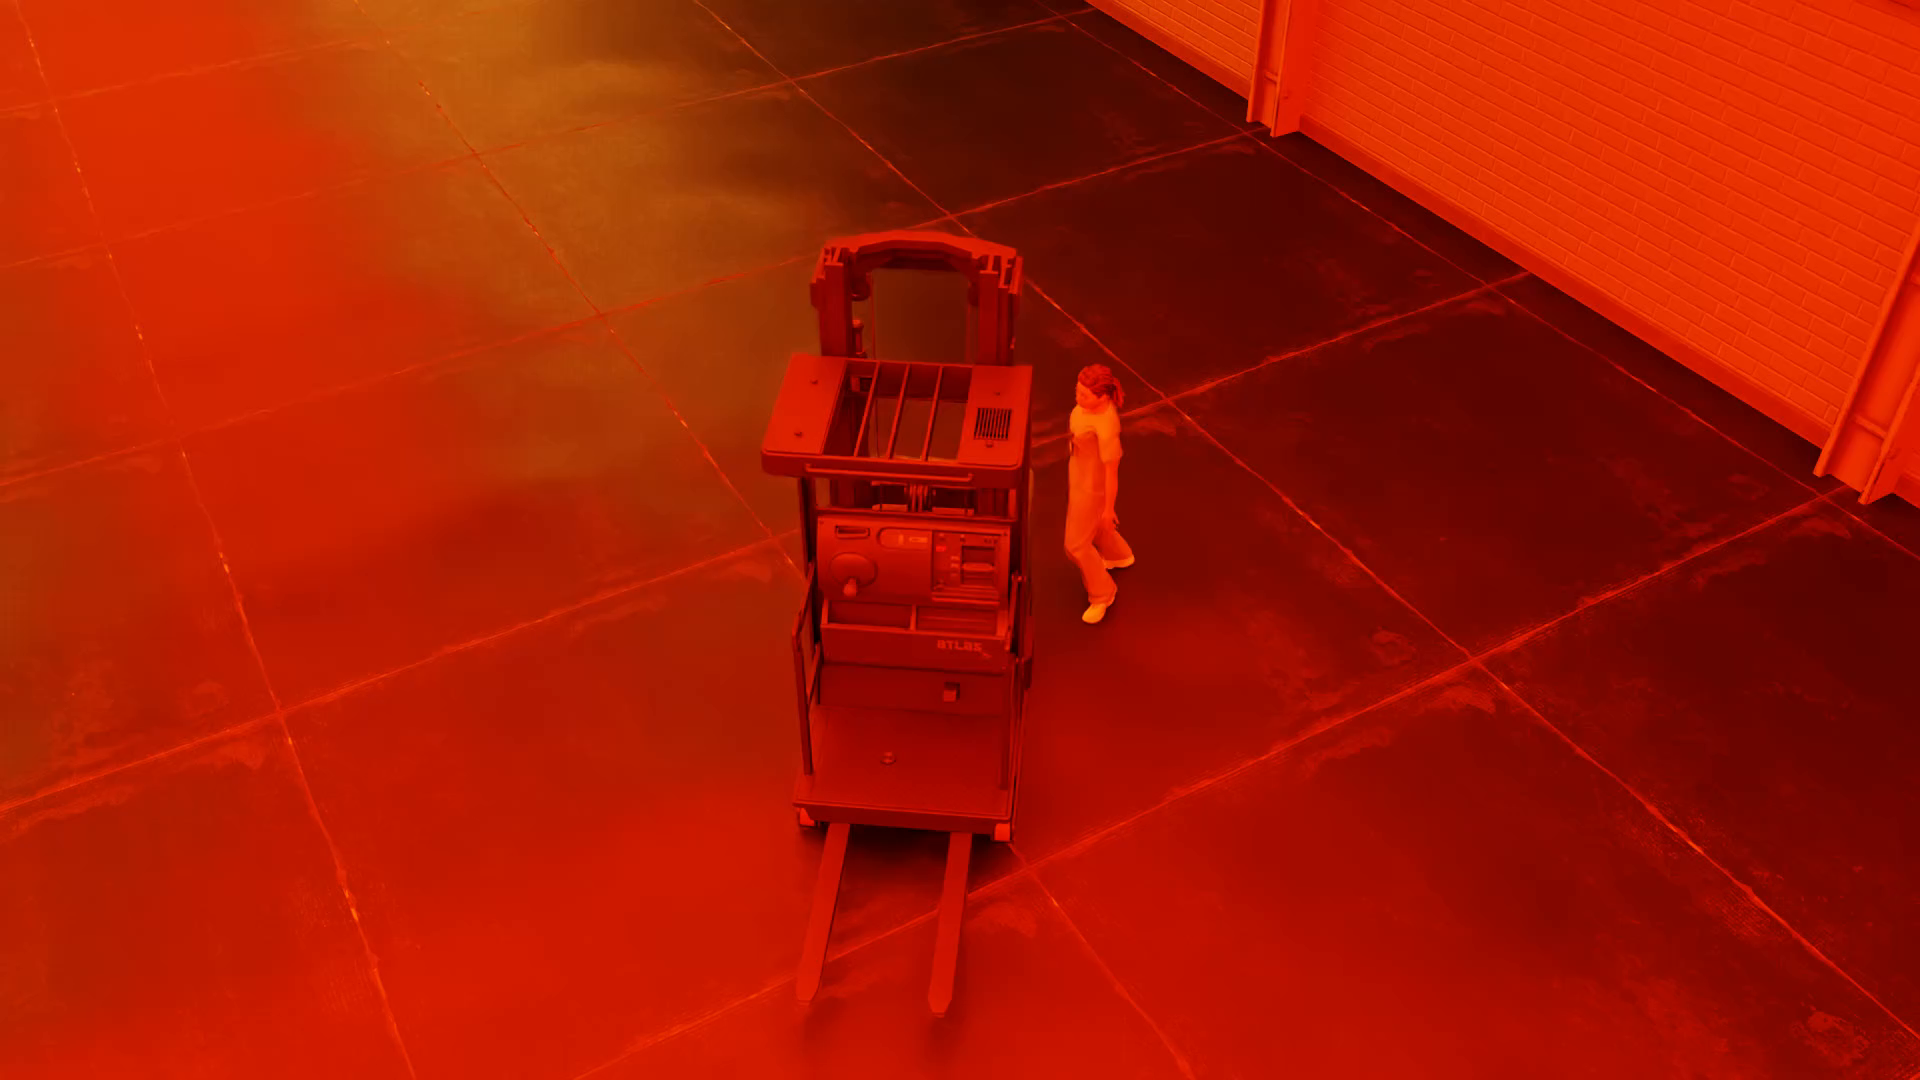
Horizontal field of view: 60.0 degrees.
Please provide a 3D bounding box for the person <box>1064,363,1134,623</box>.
[{"bbox_3d":[0.828,-0.359,9.543,0.478,1.646,0.804,-1,40,-2],"label":"person"}]

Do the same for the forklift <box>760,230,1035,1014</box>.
[{"bbox_3d":[-0.245,0.175,7.825,1.130,2.935,3.031,4,40,4],"label":"forklift"}]
